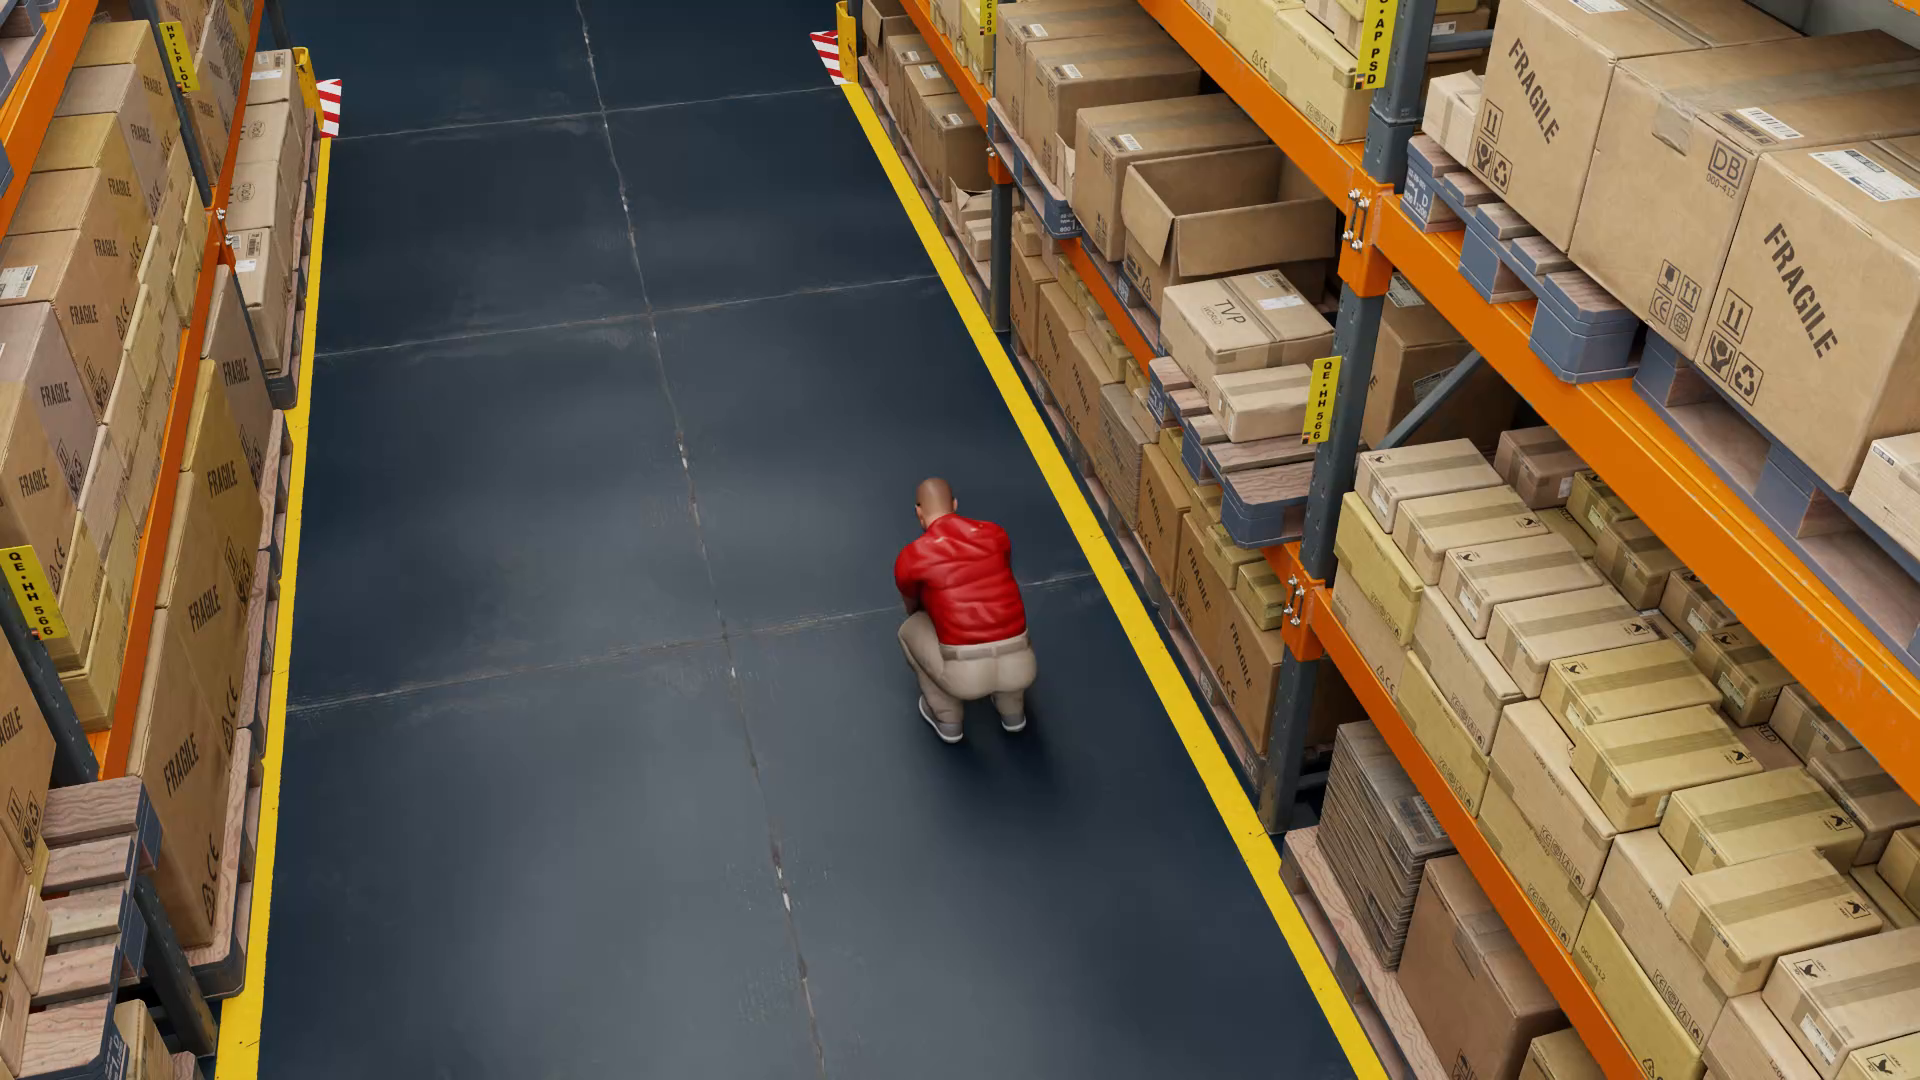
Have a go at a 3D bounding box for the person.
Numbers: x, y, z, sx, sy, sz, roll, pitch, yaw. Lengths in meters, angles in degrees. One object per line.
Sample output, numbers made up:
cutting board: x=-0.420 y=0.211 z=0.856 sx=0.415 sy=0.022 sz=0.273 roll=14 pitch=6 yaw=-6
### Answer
person: x=0.012 y=0.283 z=6.992 sx=0.544 sy=0.976 sz=0.883 roll=-10 pitch=39 yaw=-12
